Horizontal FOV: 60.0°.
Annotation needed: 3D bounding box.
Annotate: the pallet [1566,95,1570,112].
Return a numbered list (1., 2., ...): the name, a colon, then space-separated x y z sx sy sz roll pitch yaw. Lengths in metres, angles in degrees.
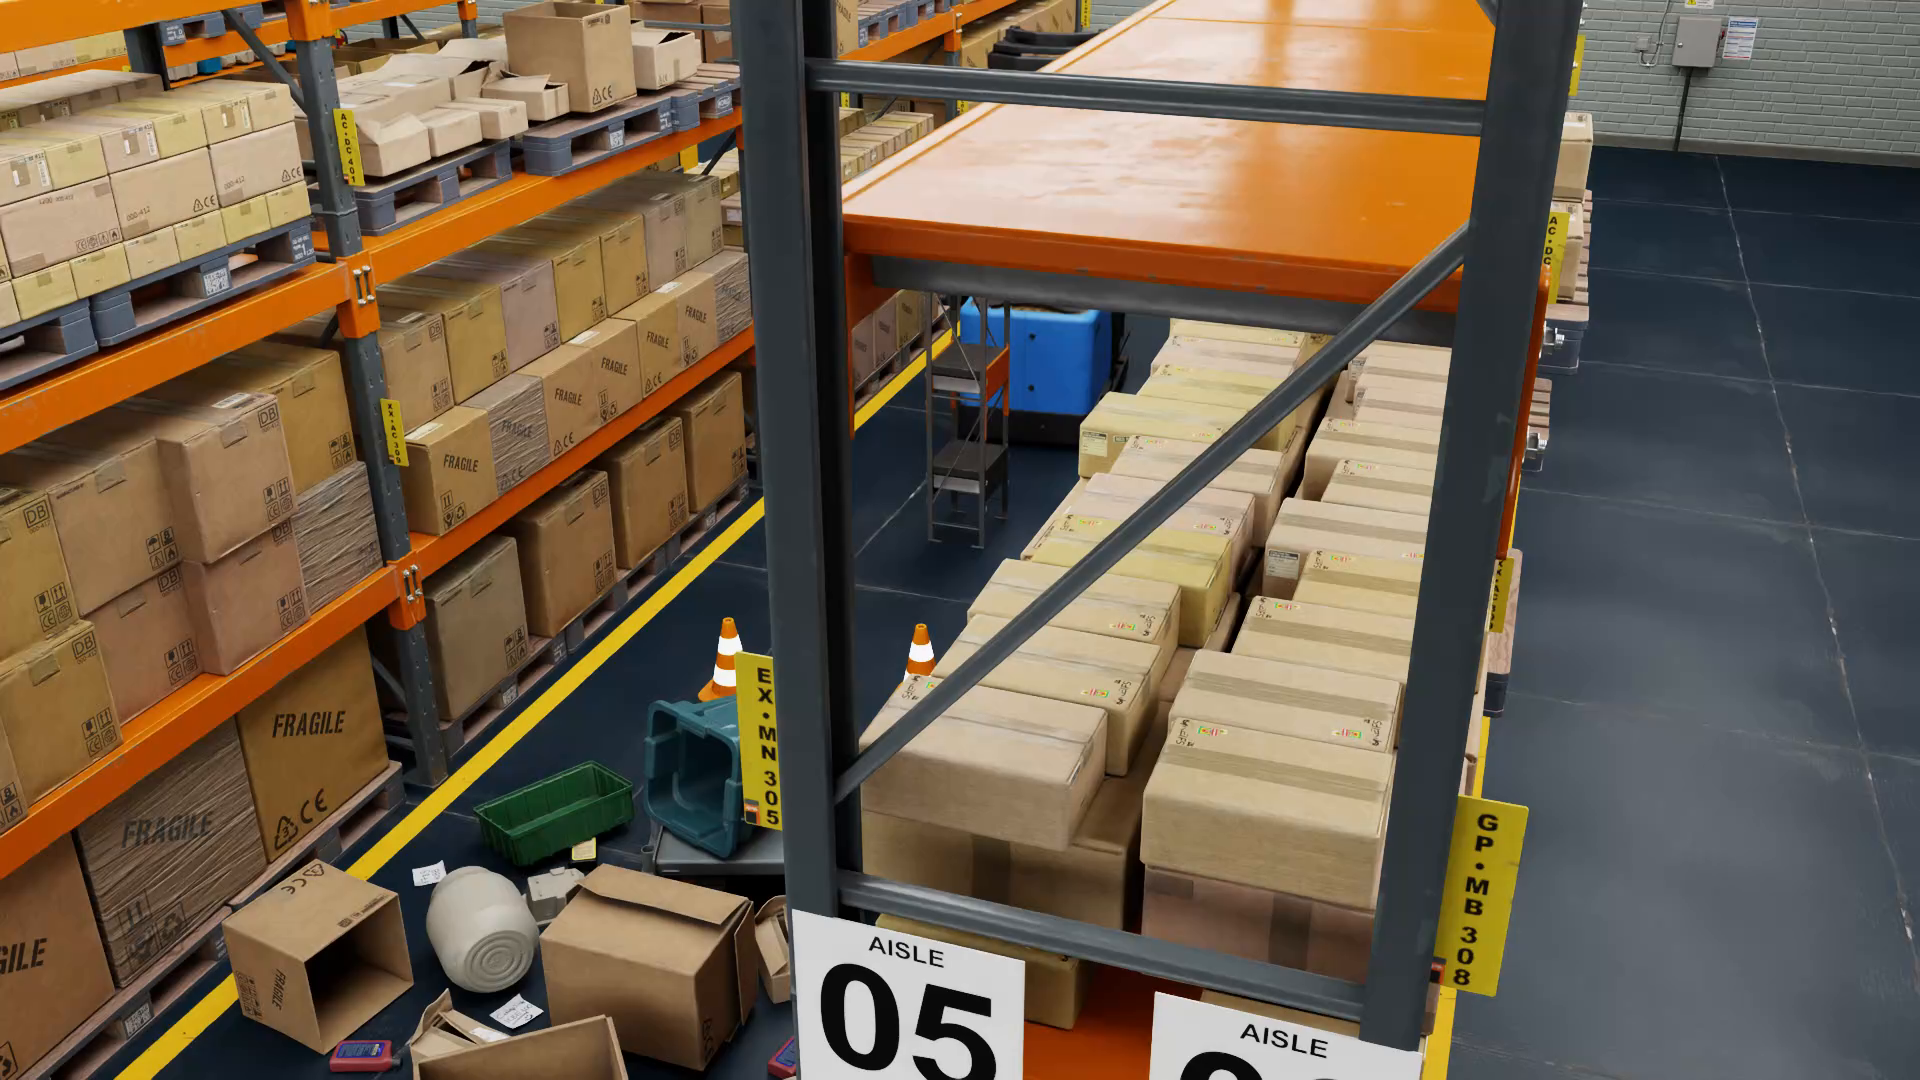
1. pallet: 3.035 -2.659 10.075 1.213 0.211 1.003 10 28 20

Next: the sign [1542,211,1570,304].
1. sign: 2.054 -0.985 5.808 0.100 0.325 0.005 9 27 17

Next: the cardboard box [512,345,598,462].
1. cardboard box: -2.397 -0.789 9.323 0.500 0.500 0.500 9 27 17

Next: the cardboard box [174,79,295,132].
1. cardboard box: -2.983 -1.788 6.835 0.380 0.149 0.250 9 27 17

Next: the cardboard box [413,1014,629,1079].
1. cardboard box: -1.594 2.200 6.128 0.797 0.503 0.637 -9 27 -18

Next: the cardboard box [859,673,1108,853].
1. cardboard box: 0.043 0.388 2.938 0.380 0.149 0.250 9 27 18

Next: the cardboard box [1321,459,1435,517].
1. cardboard box: 1.040 -0.050 3.843 0.380 0.149 0.250 10 27 19

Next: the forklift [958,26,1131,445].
1. forklift: 0.817 -2.655 13.370 1.130 2.935 3.031 6 26 12

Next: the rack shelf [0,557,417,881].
1. rack shelf: -3.827 0.991 6.586 1.077 0.370 4.000 9 27 17

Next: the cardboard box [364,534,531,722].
1. cardboard box: -3.040 0.401 9.080 1.050 0.750 0.750 9 27 17

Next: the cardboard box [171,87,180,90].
1. cardboard box: -6.216 -3.354 13.469 0.797 0.503 0.637 10 27 19

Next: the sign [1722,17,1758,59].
1. sign: 9.855 -6.336 21.004 0.329 0.494 0.001 9 27 17

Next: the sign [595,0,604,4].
1. sign: -2.342 -3.461 10.920 0.100 0.325 0.005 9 27 17

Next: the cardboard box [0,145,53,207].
1. cardboard box: -3.403 -1.269 5.764 0.380 0.149 0.250 8 27 17

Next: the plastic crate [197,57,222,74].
1. plastic crate: -8.924 -5.636 19.571 0.416 0.233 0.300 9 27 17

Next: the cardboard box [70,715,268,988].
1. cardboard box: -3.733 1.232 7.220 0.875 0.875 0.875 9 27 18

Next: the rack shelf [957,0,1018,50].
1. rack shelf: 0.166 -5.290 16.118 1.077 0.370 4.000 9 27 17

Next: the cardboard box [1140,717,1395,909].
1. cardboard box: 0.519 0.453 2.803 0.380 0.149 0.250 9 27 17

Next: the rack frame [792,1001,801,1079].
1. rack frame: 0.209 2.166 3.335 1.000 3.000 0.127 9 27 17

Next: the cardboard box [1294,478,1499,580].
1. cardboard box: 1.142 -0.048 4.296 0.500 0.250 0.500 9 27 19

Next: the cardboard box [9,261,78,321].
1. cardboard box: -3.404 -0.906 5.928 0.380 0.149 0.250 8 27 17

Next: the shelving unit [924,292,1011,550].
1. shelving unit: 0.055 -1.013 10.933 0.431 2.100 0.503 9 27 17

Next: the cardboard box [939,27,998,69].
1. cardboard box: 0.039 -4.436 15.367 0.500 0.500 0.500 8 27 16

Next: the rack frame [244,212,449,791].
1. rack frame: -3.162 -0.155 8.127 1.000 3.000 0.127 9 27 17

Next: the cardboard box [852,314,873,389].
1. cardboard box: -1.024 -1.535 13.364 0.500 0.500 0.500 8 27 16

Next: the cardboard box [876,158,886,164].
1. cardboard box: -0.792 -3.030 13.531 0.380 0.149 0.250 7 27 15

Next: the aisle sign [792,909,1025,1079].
1. aisle sign: -0.085 0.979 2.803 0.394 0.787 0.004 9 27 17

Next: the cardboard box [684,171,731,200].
1. cardboard box: -1.927 -2.620 12.344 0.380 0.149 0.250 10 27 19

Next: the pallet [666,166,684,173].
1. pallet: -4.004 -4.252 19.789 1.003 0.211 1.213 9 27 17

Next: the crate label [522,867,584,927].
1. crate label: -1.873 1.641 7.704 0.298 0.136 0.250 -9 27 -18

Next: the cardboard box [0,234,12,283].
1. cardboard box: -3.587 -0.945 5.551 0.500 0.250 0.500 9 27 17

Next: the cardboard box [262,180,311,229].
1. cardboard box: -2.981 -1.429 7.010 0.380 0.149 0.250 9 27 17

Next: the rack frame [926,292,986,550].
1. rack frame: -0.026 -0.913 10.726 0.400 2.100 0.015 9 27 17

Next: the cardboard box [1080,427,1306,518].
1. cardboard box: 0.628 -0.129 4.462 0.500 0.250 0.500 9 27 18

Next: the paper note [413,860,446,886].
1. paper note: -2.531 1.589 7.932 0.147 0.020 0.142 -9 27 -18

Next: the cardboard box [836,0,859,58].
1. cardboard box: -1.068 -3.802 12.104 0.500 0.500 0.500 9 27 17

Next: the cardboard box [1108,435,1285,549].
1. cardboard box: 0.566 -0.120 3.987 0.380 0.149 0.250 8 27 16

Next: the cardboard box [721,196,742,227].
1. cardboard box: -1.493 -2.306 11.694 0.380 0.149 0.250 9 27 18

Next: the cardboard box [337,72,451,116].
1. cardboard box: -2.958 -2.210 8.507 0.500 0.250 0.500 9 27 17

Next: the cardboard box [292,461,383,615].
1. cardboard box: -3.273 -0.069 7.778 0.875 0.550 0.550 9 27 17

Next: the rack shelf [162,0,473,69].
1. rack shelf: -5.809 -4.407 14.294 1.077 0.370 4.000 9 27 17

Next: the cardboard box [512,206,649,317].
1. cardboard box: -2.325 -1.691 10.039 0.700 0.500 0.500 8 27 17

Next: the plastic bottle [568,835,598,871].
1. plastic bottle: -1.830 1.500 8.081 0.133 0.061 0.283 -5 26 -9

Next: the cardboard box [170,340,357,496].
1. cardboard box: -3.317 -0.561 7.556 0.875 0.550 0.550 9 27 17

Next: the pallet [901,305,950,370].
1. pallet: -0.757 -1.867 14.864 1.003 0.211 1.213 9 27 17

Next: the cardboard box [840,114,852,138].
1. cardboard box: -1.151 -3.575 14.316 0.380 0.149 0.250 10 27 19

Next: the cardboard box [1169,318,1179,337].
1. cardboard box: 0.859 -0.670 5.122 0.380 0.149 0.250 9 27 17

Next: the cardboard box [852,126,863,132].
1. cardboard box: -1.064 -3.557 14.619 0.380 0.149 0.250 9 27 18

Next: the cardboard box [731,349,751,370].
1. cardboard box: -1.373 -1.448 12.325 0.500 0.250 0.500 8 27 15

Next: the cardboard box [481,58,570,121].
1. cardboard box: -2.339 -2.416 8.914 0.396 0.266 0.258 9 27 17

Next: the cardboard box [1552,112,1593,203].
1. cardboard box: 2.269 -1.563 6.711 0.500 0.250 0.500 8 27 16

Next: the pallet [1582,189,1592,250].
1. pallet: 2.188 -1.409 7.491 1.213 0.211 1.003 9 27 17

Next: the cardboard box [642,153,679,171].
1. cardboard box: -3.950 -4.805 19.688 0.875 0.875 0.875 9 27 17

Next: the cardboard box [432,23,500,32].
1. cardboard box: -5.072 -5.040 17.187 0.500 0.500 0.500 9 27 18

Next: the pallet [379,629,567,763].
1. pallet: -2.976 0.772 9.412 1.003 0.211 1.213 9 27 17

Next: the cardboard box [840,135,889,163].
1. cardboard box: -0.798 -3.168 13.474 0.380 0.149 0.250 8 27 16

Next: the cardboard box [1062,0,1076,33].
1. cardboard box: 0.914 -5.491 17.545 0.500 0.500 0.500 8 27 16
